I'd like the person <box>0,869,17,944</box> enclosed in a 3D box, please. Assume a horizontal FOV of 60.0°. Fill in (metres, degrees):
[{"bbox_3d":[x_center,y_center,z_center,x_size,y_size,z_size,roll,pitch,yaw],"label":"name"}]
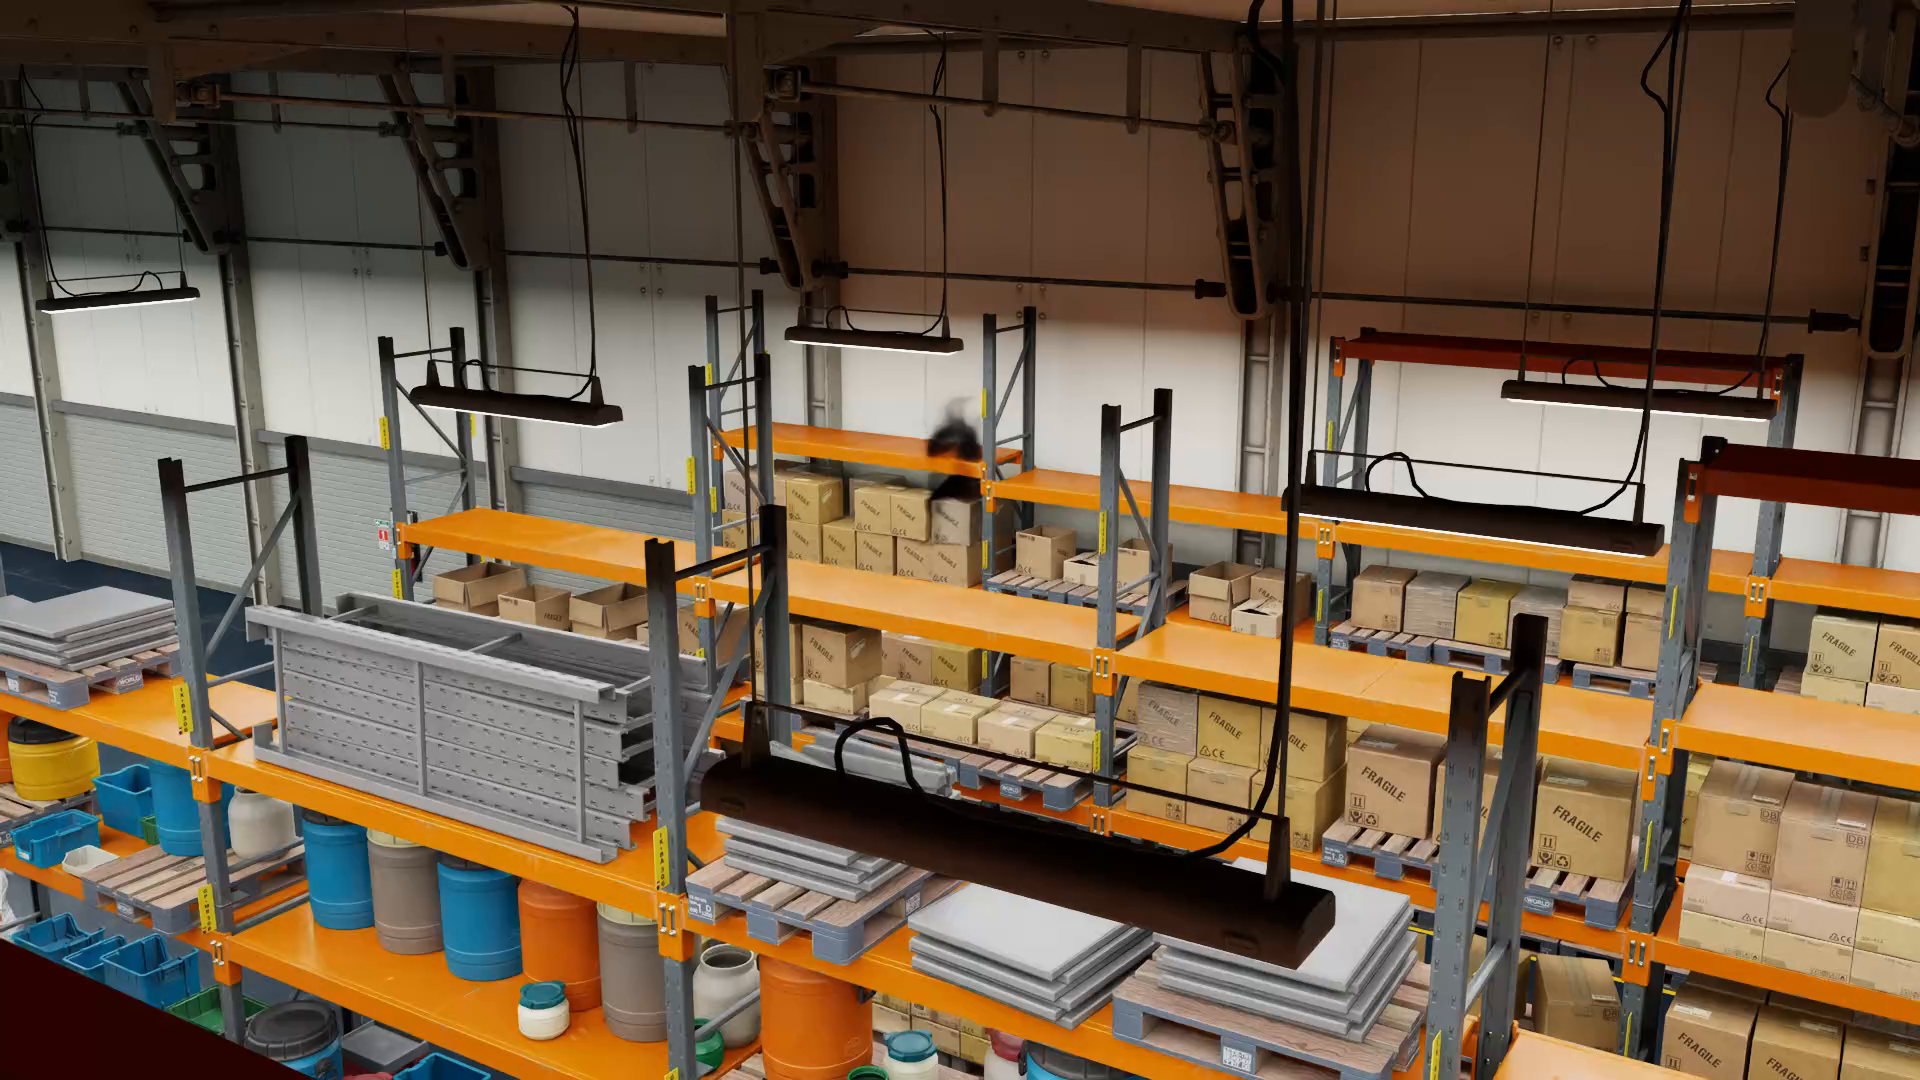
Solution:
[{"bbox_3d":[-8.817,3.598,15.075,0.639,1.768,0.712,-2,14,-10],"label":"person"}]
